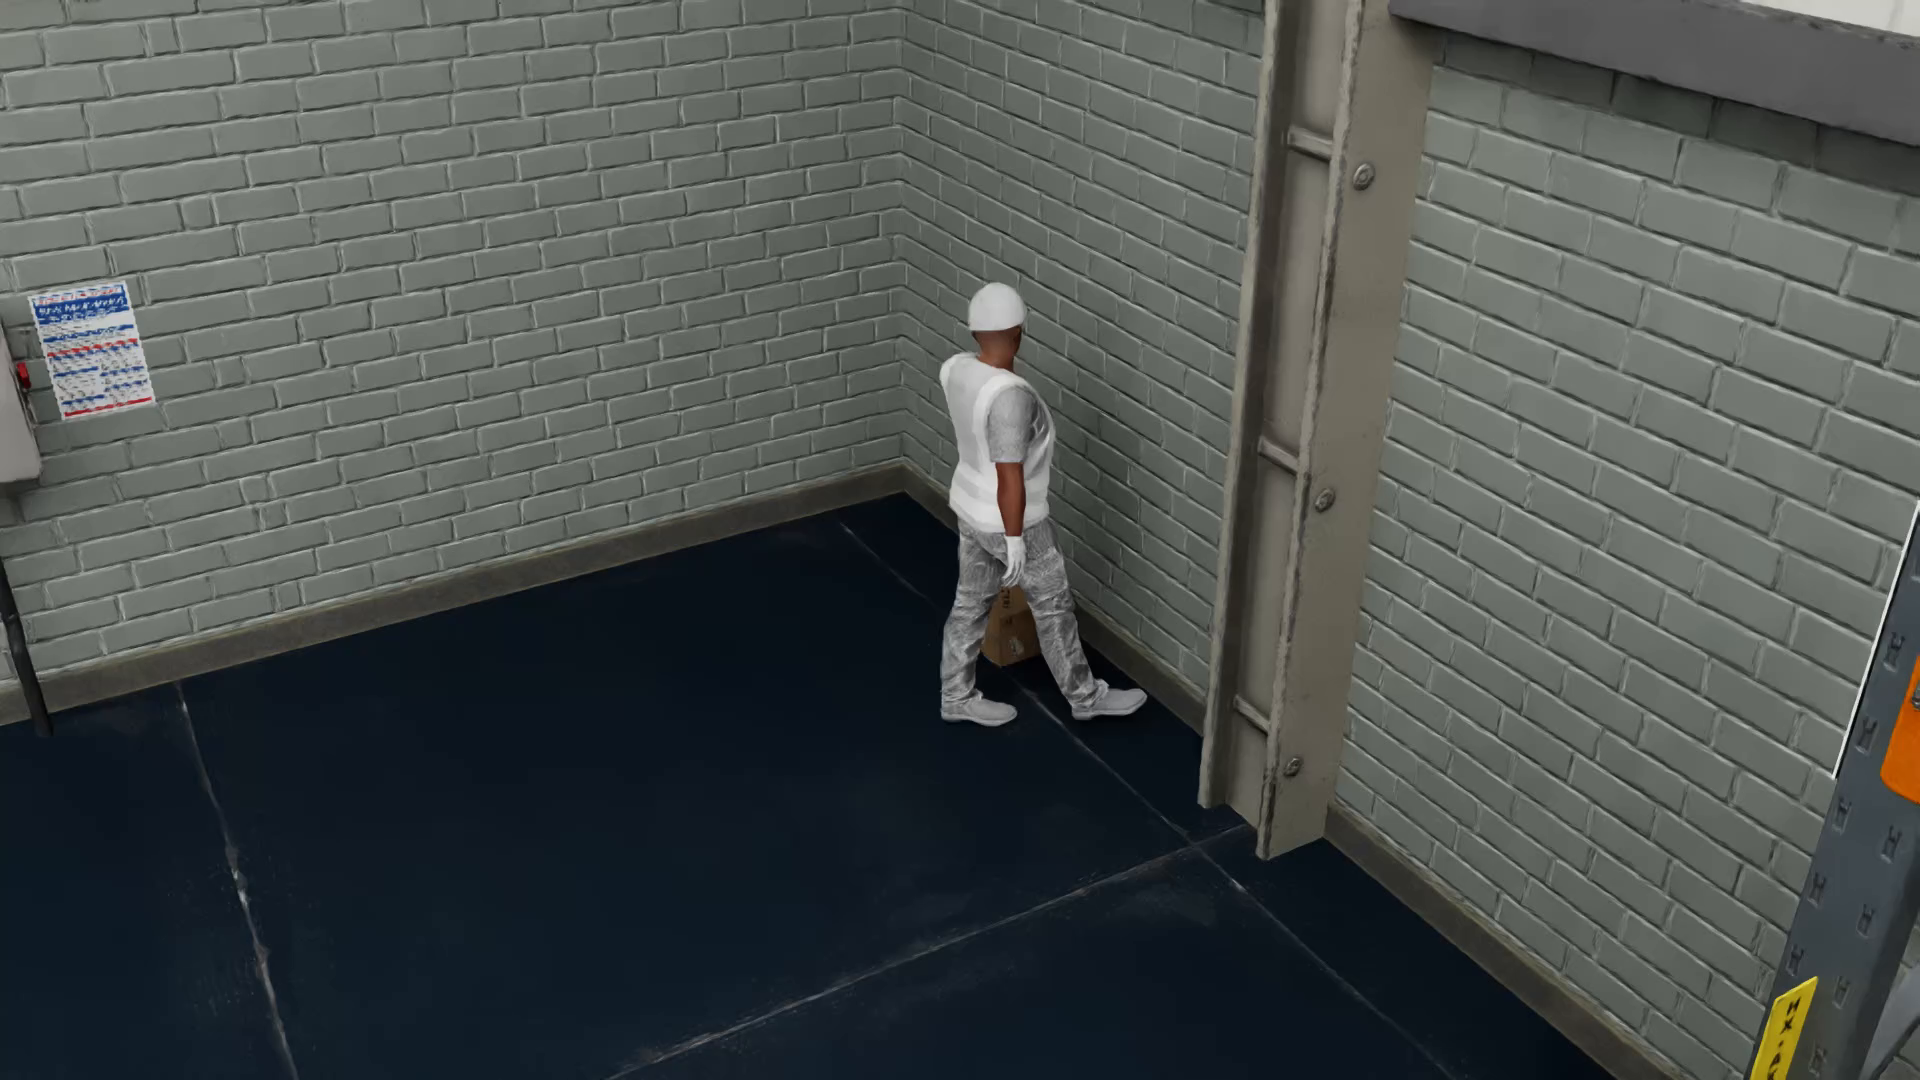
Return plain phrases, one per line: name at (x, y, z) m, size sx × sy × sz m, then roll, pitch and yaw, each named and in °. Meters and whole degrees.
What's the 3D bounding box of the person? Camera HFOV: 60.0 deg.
person at (0.283, -0.117, 6.309) m, size 0.754 × 1.764 × 0.658 m, roll -12°, pitch 31°, yaw -21°
